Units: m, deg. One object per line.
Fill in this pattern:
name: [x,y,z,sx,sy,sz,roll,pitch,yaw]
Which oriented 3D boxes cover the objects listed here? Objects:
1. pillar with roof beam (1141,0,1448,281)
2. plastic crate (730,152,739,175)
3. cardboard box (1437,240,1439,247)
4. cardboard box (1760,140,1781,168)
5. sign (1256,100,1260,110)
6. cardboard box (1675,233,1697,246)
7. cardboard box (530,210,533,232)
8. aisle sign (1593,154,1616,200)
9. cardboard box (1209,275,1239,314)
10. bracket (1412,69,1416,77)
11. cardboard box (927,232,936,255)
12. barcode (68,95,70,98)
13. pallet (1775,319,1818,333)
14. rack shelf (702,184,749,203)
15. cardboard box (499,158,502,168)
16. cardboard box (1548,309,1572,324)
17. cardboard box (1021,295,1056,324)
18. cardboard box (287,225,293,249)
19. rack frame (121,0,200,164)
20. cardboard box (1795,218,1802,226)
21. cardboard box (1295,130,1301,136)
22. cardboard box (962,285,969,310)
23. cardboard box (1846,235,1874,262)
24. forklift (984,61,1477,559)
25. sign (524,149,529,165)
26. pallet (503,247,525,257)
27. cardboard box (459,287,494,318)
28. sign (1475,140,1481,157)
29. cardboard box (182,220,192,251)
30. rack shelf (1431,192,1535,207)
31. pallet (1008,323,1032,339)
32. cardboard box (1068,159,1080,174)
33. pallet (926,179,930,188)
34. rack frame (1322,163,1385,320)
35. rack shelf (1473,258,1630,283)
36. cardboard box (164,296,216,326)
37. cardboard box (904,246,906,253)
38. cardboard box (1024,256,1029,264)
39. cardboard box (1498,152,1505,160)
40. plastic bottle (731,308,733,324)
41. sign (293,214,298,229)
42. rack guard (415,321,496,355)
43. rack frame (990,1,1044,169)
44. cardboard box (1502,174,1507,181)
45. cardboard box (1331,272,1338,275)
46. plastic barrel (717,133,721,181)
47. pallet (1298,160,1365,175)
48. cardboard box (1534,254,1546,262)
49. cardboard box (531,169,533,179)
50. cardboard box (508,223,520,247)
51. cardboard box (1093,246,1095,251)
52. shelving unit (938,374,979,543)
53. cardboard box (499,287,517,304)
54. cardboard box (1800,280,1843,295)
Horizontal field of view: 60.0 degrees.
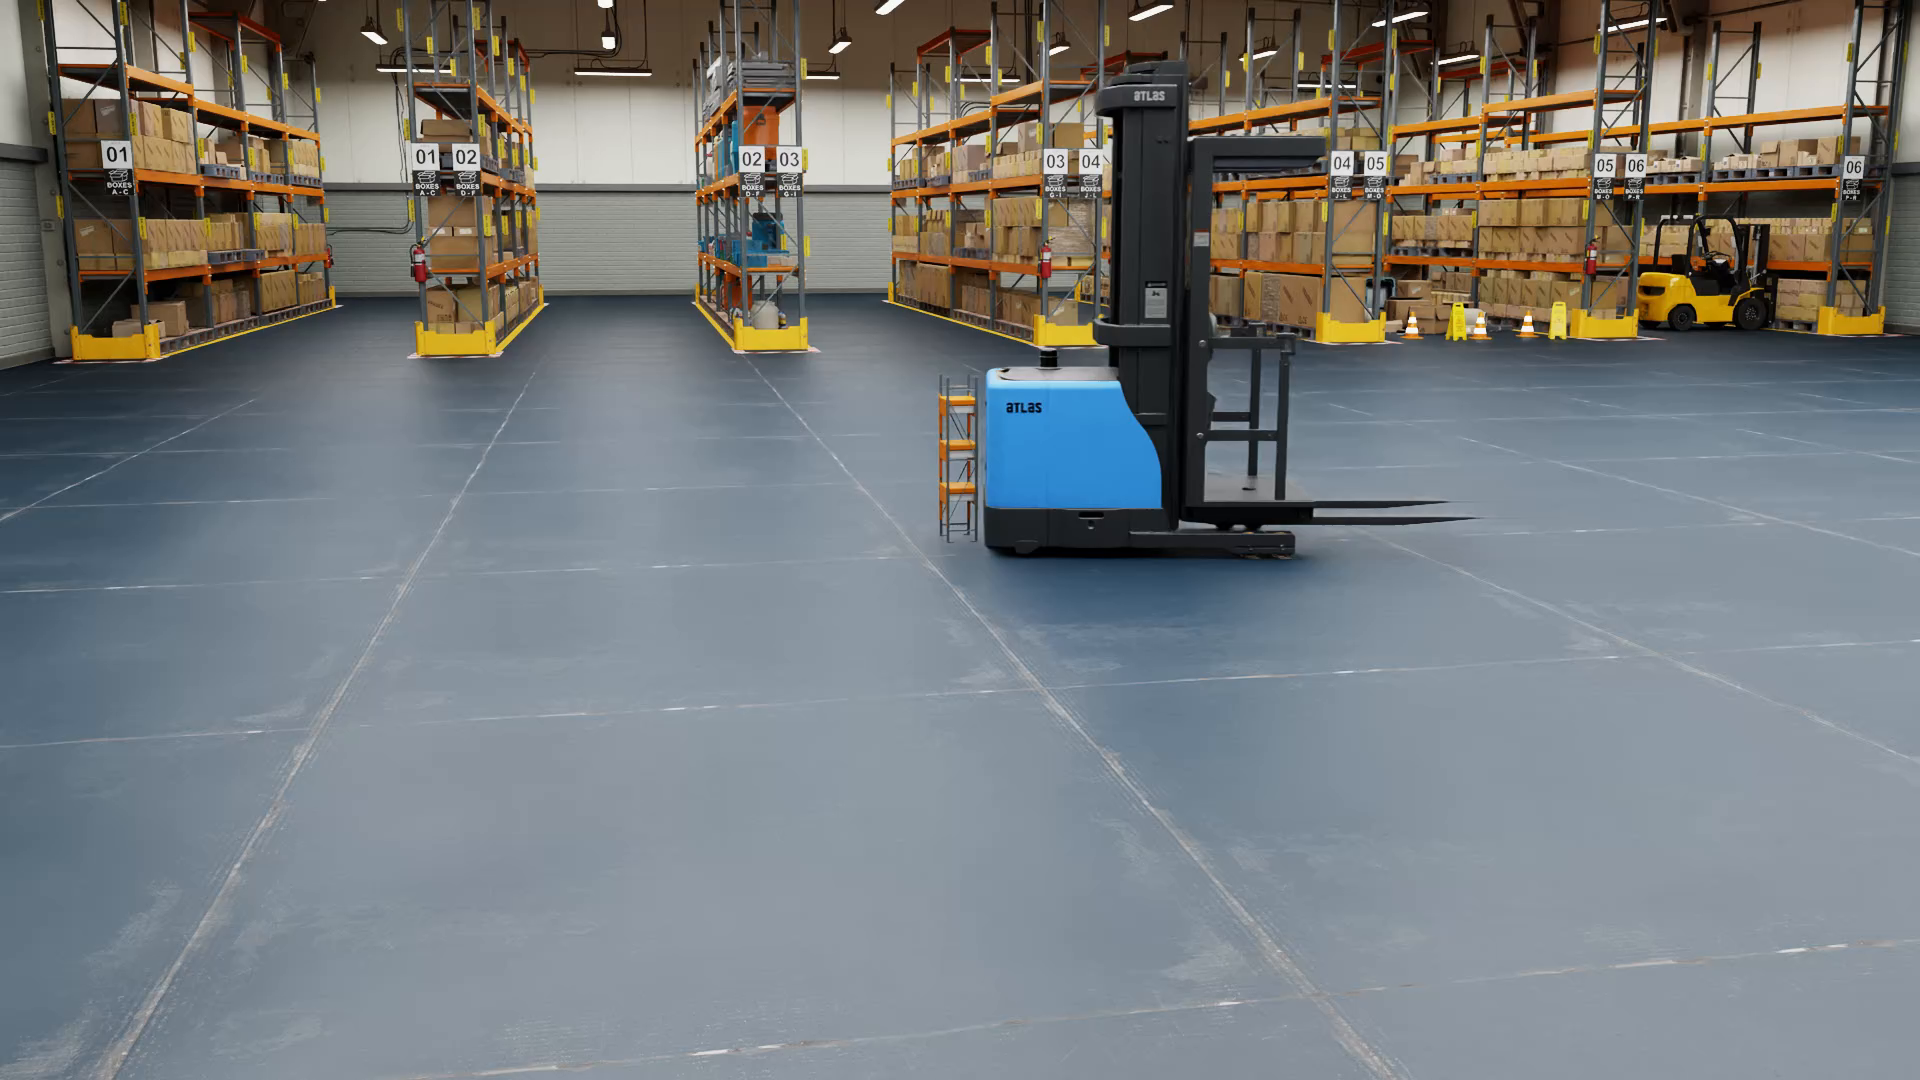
pillar with roof beam: [9.464,-11.542,47.269,9.100,9.000,0.548,-2,11,-11]
plastic crate: [-3.675,-6.372,28.174,0.392,0.384,0.575,-2,11,-11]
cardboard box: [10.287,-6.249,35.054,0.380,0.149,0.250,-3,11,-13]
cardboard box: [15.936,-7.442,32.083,0.797,0.503,0.637,-2,11,-9]
sign: [7.913,-11.508,44.167,0.100,0.325,0.005,-2,11,-11]
cardboard box: [15.314,-6.276,34.711,0.500,0.250,0.500,-2,11,-12]
cardboard box: [-10.218,-7.415,38.691,0.500,0.500,0.500,-2,11,-13]
aisle sign: [11.298,-6.363,29.155,0.394,0.787,0.004,-2,11,-11]
cardboard box: [5.564,-5.032,34.007,1.050,0.750,0.750,-2,11,-11]
bracket: [13.257,-13.530,48.087,0.235,0.232,0.430,-2,11,-11]
cardboard box: [-0.445,-6.721,37.716,0.500,0.500,0.500,-2,11,-12]
barcode: [-13.355,-6.628,24.930,0.001,0.075,0.075,-2,11,-11]
pallet: [16.249,-4.058,31.454,1.003,0.211,1.213,-2,11,-11]
rack shelf: [-4.954,-7.522,36.096,1.077,0.370,4.000,-2,11,-11]
cardboard box: [-9.161,-7.285,32.205,0.500,0.250,0.500,-2,11,-9]
cardboard box: [11.145,-4.107,30.481,0.500,0.250,0.500,-2,11,-11]
cardboard box: [1.427,-4.169,30.142,0.500,0.500,0.500,-3,11,-16]
cardboard box: [-14.723,-6.538,35.908,0.500,0.500,0.500,-2,11,-12]
rack frame: [-13.505,-7.888,28.074,1.000,3.000,0.127,-2,11,-11]
cardboard box: [16.031,-6.001,31.405,0.380,0.149,0.250,-2,11,-11]
cardboard box: [6.140,-7.143,29.327,0.380,0.149,0.250,-2,11,-11]
cardboard box: [0.444,-5.081,34.879,0.700,0.500,0.500,-3,11,-14]
cardboard box: [16.615,-5.440,30.986,0.500,0.500,0.500,-2,11,-9]
forklift: [1.671,-1.422,10.331,3.031,2.935,1.130,0,11,0]
sign: [-9.658,-8.531,37.037,0.100,0.325,0.005,-2,11,-11]
pallet: [-9.807,-6.118,35.330,1.003,0.211,1.213,-2,11,-11]
cardboard box: [-7.963,-3.902,27.398,0.500,0.500,0.500,-2,11,-11]
sign: [10.249,-7.742,32.892,0.100,0.325,0.005,-2,11,-11]
cardboard box: [-12.919,-4.986,27.213,0.500,0.500,0.500,-2,11,-13]
rack shelf: [13.716,-8.977,43.742,1.077,0.370,4.000,-2,11,-11]
pallet: [1.478,-3.766,29.916,1.003,0.211,1.213,-2,11,-11]
cardboard box: [2.009,-6.246,27.867,0.500,0.250,0.500,-2,11,-9]
pallet: [-0.258,-8.162,38.046,0.805,0.209,1.217,-3,11,-13]
rack frame: [6.735,-4.910,28.470,1.000,3.000,0.127,-2,11,-11]
rack shelf: [11.181,-5.122,31.507,1.077,0.370,4.000,-2,11,-11]
cardboard box: [-13.664,-4.064,29.533,0.700,0.500,0.500,-2,11,-9]
cardboard box: [-1.164,-7.152,40.921,0.380,0.149,0.250,-2,11,-10]
cardboard box: [1.332,-4.898,29.080,0.380,0.149,0.250,-2,11,-11]
cardboard box: [10.655,-7.419,32.169,0.380,0.149,0.250,-2,11,-13]
plastic bottle: [-4.065,-4.047,30.044,0.152,0.276,0.135,-2,11,-9]
sign: [-14.530,-6.960,36.356,0.100,0.325,0.005,-2,11,-11]
rack guard: [-7.864,-3.156,25.941,1.175,0.500,0.348,-2,11,-11]
rack frame: [1.072,-8.429,30.913,1.000,3.000,0.127,-2,11,-11]
cardboard box: [10.765,-7.035,32.282,0.380,0.149,0.250,-2,11,-11]
cardboard box: [9.436,-6.361,40.653,0.875,0.875,0.875,-2,11,-9]
plastic barrel: [-4.353,-7.347,31.909,0.600,0.901,0.708,-2,11,-11]
pallet: [6.580,-6.475,28.910,1.003,0.211,1.213,-2,11,-11]
cardboard box: [10.970,-5.278,31.075,0.380,0.149,0.250,-2,11,-12]
cardboard box: [-10.533,-8.792,39.907,0.500,0.250,0.500,-2,11,-11]
cardboard box: [-9.648,-6.397,34.894,0.700,0.500,0.500,0,11,0]
cardboard box: [3.639,-7.511,42.806,0.380,0.149,0.250,-2,11,-8]
shelving unit: [-0.010,-0.526,10.650,0.215,1.050,0.252,-2,11,-11]
cardboard box: [-8.973,-4.804,32.647,0.500,0.311,0.500,-2,11,-12]
cardboard box: [16.043,-4.709,30.973,0.500,0.250,0.500,-2,11,-9]
